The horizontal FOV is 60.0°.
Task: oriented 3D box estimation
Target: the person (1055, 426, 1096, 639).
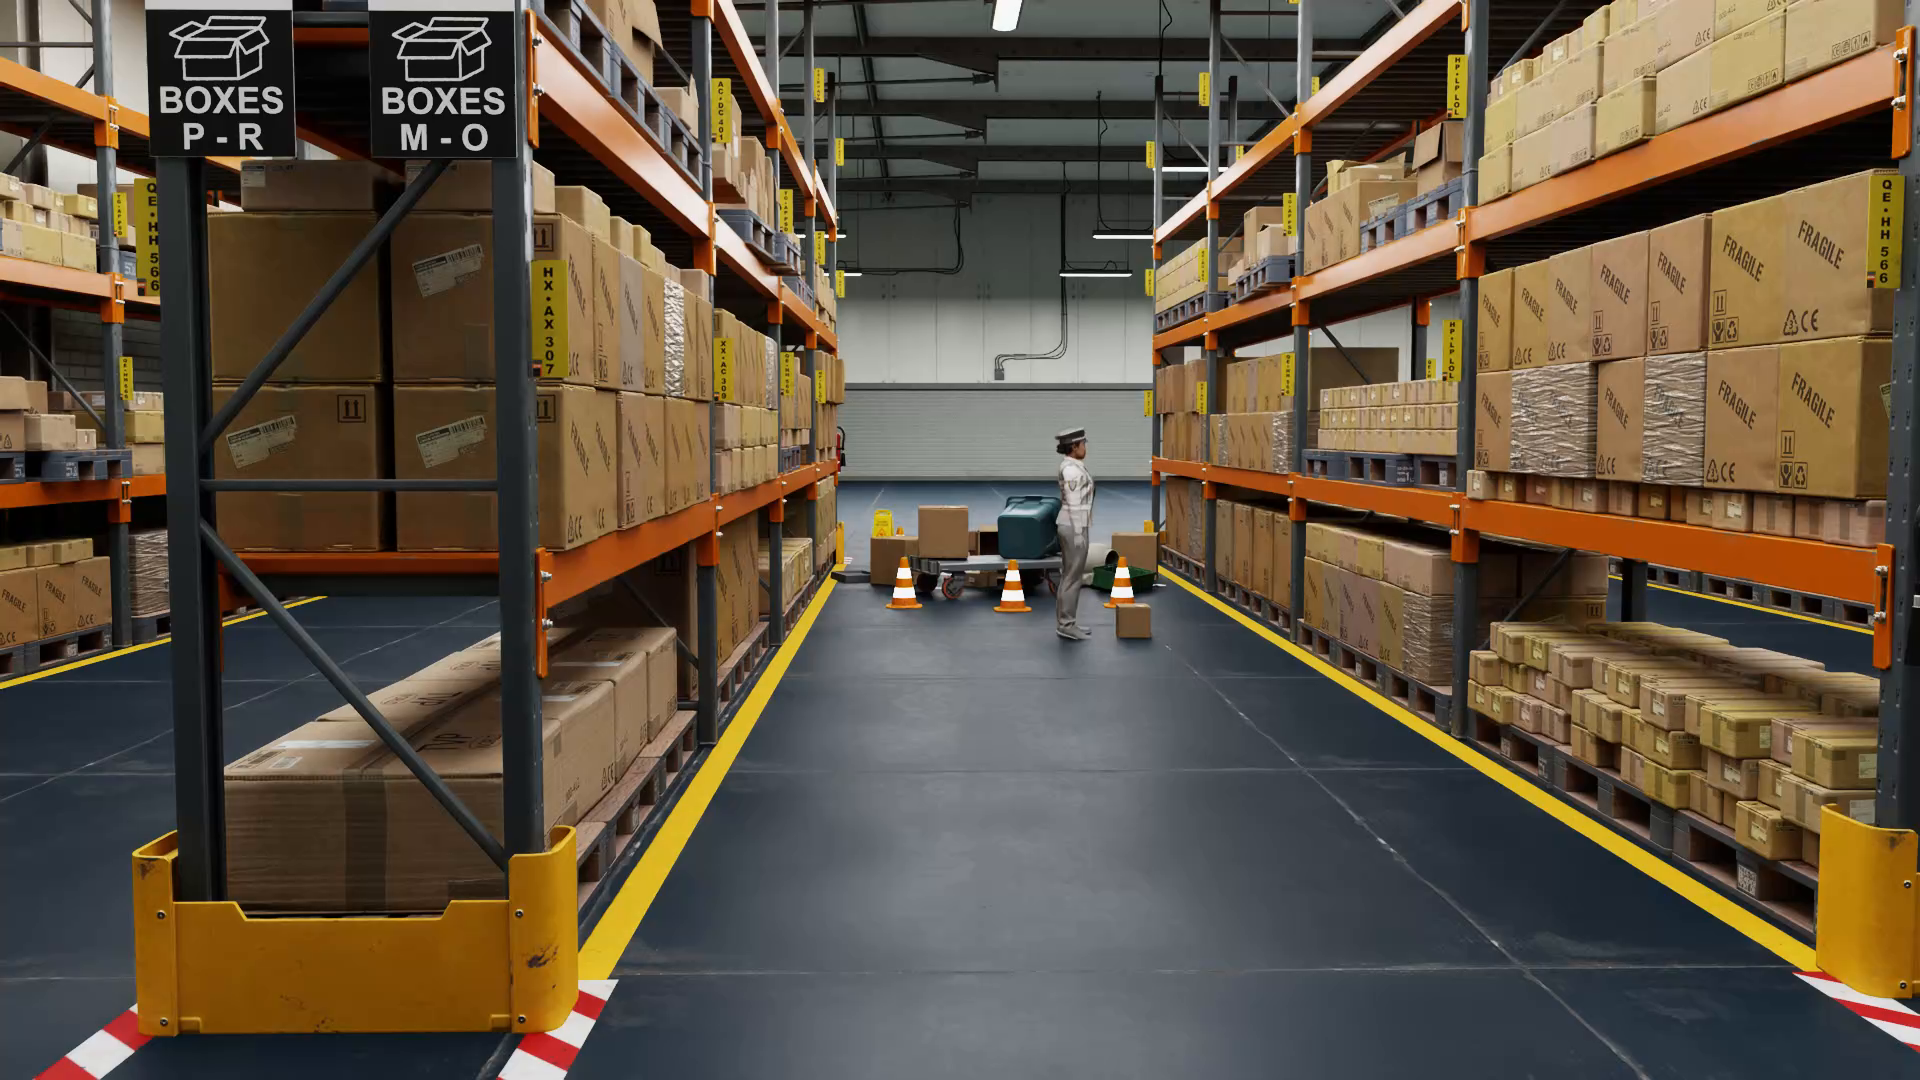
[{"bbox_3d":[0.926,-0.052,13.319,0.339,1.712,0.470,0,4,0],"label":"person"}]
